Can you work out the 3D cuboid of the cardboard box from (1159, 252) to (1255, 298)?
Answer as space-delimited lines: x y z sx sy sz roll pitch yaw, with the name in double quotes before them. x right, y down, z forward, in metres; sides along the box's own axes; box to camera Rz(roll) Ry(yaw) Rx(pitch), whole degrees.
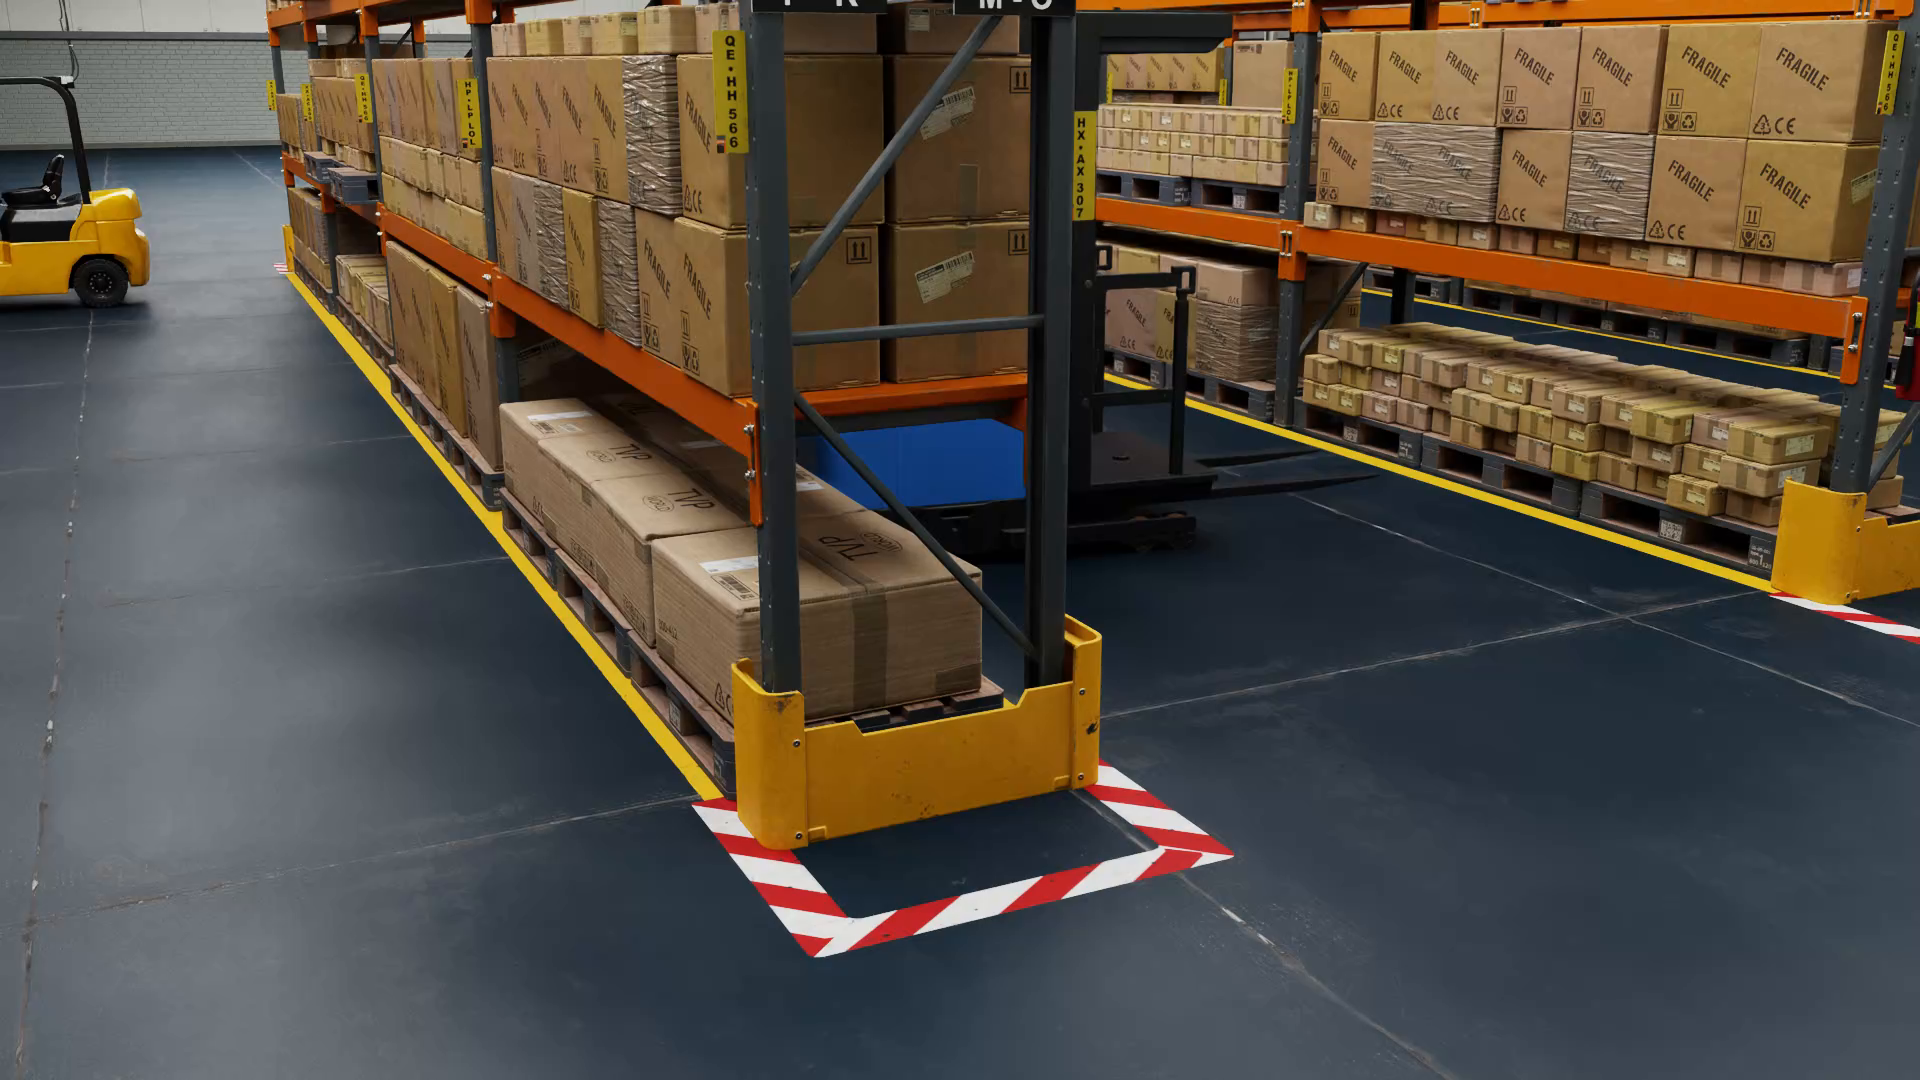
"cardboard box" 1.754 -1.880 11.774 0.500 0.250 0.500 -7 17 -22

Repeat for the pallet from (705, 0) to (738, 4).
"pallet" -2.402 -6.428 19.935 1.003 0.211 1.213 -8 18 -25

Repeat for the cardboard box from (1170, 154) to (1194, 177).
"cardboard box" 1.710 -2.648 11.736 0.380 0.149 0.250 -9 18 -27

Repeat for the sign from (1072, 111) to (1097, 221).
"sign" 0.369 -1.141 5.074 0.100 0.325 0.005 -8 18 -25

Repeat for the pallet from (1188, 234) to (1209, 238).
"pallet" 3.193 -3.616 20.468 1.003 0.211 1.213 -8 18 -25

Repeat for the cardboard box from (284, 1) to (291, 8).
"cardboard box" -6.567 -5.407 16.673 0.380 0.149 0.250 -8 18 -26

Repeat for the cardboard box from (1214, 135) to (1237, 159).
"cardboard box" 1.946 -2.662 11.243 0.380 0.149 0.250 -7 17 -22

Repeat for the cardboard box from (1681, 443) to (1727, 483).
"cardboard box" 3.719 -0.386 8.026 0.380 0.149 0.250 -8 18 -26

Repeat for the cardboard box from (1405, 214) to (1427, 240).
"cardboard box" 2.808 -1.822 9.619 0.380 0.149 0.250 -9 18 -27

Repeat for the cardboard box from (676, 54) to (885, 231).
"cardboard box" -0.558 -1.240 5.141 0.500 0.500 0.500 -7 17 -23

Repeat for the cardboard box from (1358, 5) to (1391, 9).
"cardboard box" 4.395 -5.506 16.834 0.500 0.250 0.500 -7 17 -23

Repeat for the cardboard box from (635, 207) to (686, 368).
"cardboard box" -0.788 -0.883 5.708 0.500 0.500 0.500 -8 18 -26

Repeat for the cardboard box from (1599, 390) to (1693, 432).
"cardboard box" 3.470 -0.652 8.414 0.380 0.149 0.250 -8 18 -27

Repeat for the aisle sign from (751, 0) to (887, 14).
"aisle sign" -0.380 -1.815 4.425 0.394 0.787 0.004 -8 18 -25

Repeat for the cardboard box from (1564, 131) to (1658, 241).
"cardboard box" 3.393 -1.768 8.254 0.500 0.500 0.500 -8 18 -25

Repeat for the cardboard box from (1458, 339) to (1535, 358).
"cardboard box" 3.217 -1.103 9.986 0.380 0.149 0.250 -7 17 -23

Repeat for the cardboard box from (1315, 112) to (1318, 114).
"cardboard box" 2.634 -2.825 11.271 0.380 0.149 0.250 -7 17 -23

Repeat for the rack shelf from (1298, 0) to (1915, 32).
"rack shelf" 3.397 -2.836 8.561 1.077 0.370 4.000 -8 18 -25

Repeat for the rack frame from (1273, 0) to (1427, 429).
"rack frame" 2.520 -2.236 10.604 1.000 3.000 0.127 -8 18 -25

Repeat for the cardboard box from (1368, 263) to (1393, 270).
"cardboard box" 4.705 -3.112 17.390 0.700 0.500 0.500 -9 18 -29

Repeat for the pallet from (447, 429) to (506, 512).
"pallet" -2.291 -0.455 9.452 1.003 0.211 1.213 -8 18 -25

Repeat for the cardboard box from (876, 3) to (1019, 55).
"cardboard box" -0.039 -1.583 5.158 0.380 0.149 0.250 -7 18 -24

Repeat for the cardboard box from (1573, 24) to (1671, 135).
"cardboard box" 3.391 -2.253 8.129 0.500 0.500 0.500 -7 17 -22

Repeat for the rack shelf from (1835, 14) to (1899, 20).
"rack shelf" 10.600 -5.001 16.105 1.077 0.370 4.000 -8 18 -25

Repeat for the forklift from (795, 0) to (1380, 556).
"forklift" 0.639 -1.489 8.124 3.031 2.935 1.130 -5 17 -18

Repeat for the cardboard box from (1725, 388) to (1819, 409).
"cardboard box" 4.125 -0.664 8.456 0.380 0.149 0.250 -8 18 -25

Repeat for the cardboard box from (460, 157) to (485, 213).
"cardboard box" -2.297 -1.861 8.663 0.500 0.250 0.500 -8 18 -25

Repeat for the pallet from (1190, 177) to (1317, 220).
"pallet" 2.316 -2.351 11.352 1.003 0.211 1.213 -8 18 -25

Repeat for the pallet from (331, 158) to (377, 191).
"pallet" -4.541 -2.998 13.608 1.003 0.211 1.213 -8 18 -25

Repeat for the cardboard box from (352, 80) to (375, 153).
"cardboard box" -4.086 -3.076 12.051 0.500 0.500 0.500 -8 18 -26

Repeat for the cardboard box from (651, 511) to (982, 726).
"cardboard box" -0.512 0.257 5.800 0.875 0.438 0.875 -8 18 -27

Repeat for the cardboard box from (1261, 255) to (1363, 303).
"cardboard box" 2.434 -1.812 11.537 0.500 0.250 0.500 -9 18 -27

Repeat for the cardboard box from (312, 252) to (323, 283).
"cardboard box" -6.133 -2.721 16.520 0.500 0.250 0.500 -8 18 -26

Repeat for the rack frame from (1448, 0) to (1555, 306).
"rack frame" 5.271 -3.802 16.062 1.000 3.000 0.127 -8 18 -25

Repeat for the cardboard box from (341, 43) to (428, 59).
"cardboard box" -5.388 -4.403 15.623 0.700 0.500 0.500 -8 18 -25

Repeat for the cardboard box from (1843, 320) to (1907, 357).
"cardboard box" 7.241 -1.817 12.236 0.875 0.875 0.875 -8 18 -25

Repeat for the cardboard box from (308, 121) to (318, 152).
"cardboard box" -5.808 -3.867 15.569 0.500 0.500 0.500 -8 18 -26

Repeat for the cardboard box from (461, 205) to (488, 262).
"cardboard box" -2.308 -1.621 8.734 0.500 0.250 0.500 -8 18 -26

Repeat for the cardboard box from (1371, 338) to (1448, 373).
"cardboard box" 2.708 -1.111 10.012 0.380 0.149 0.250 -8 18 -26

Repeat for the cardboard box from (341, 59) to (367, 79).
"cardboard box" -4.608 -3.681 12.981 0.380 0.149 0.250 -9 18 -28

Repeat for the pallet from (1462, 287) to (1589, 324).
"pallet" 5.549 -2.257 15.733 1.003 0.211 1.213 -8 18 -25

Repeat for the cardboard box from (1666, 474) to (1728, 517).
"cardboard box" 3.651 -0.232 8.030 0.380 0.149 0.250 -7 17 -23

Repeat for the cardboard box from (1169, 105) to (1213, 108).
"cardboard box" 1.838 -3.275 12.840 0.380 0.149 0.250 -8 18 -25

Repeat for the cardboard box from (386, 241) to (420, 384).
"cardboard box" -3.409 -1.604 11.492 0.875 0.875 0.875 -8 18 -25

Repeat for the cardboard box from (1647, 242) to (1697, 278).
"cardboard box" 3.545 -1.357 7.997 0.380 0.149 0.250 -7 17 -23

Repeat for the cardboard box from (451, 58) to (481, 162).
"cardboard box" -2.306 -2.222 8.561 0.500 0.500 0.500 -7 17 -23

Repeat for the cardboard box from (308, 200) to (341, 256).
"cardboard box" -6.115 -3.077 16.400 0.500 0.500 0.500 -7 18 -24

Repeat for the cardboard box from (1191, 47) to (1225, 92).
"cardboard box" 3.074 -5.544 19.598 0.500 0.500 0.500 -8 18 -25

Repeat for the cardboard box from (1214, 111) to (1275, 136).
"cardboard box" 1.939 -2.810 11.219 0.380 0.149 0.250 -8 18 -27

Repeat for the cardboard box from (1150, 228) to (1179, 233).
"cardboard box" 2.779 -4.184 21.162 0.500 0.500 0.500 -9 19 -30

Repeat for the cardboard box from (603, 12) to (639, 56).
"cardboard box" -1.078 -1.836 6.040 0.380 0.149 0.250 -7 18 -24

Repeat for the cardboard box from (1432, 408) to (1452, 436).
"cardboard box" 2.969 -0.698 9.651 0.380 0.149 0.250 -9 18 -27

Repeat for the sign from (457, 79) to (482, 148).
"sign" -2.369 -2.063 8.047 0.100 0.325 0.005 -8 18 -25

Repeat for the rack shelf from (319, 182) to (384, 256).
"rack shelf" -4.514 -2.755 13.716 1.077 0.370 4.000 -8 18 -25

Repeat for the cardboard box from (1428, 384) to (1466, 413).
"cardboard box" 2.937 -0.836 9.592 0.380 0.149 0.250 -7 17 -22

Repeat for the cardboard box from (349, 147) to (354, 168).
"cardboard box" -4.429 -2.917 12.670 0.380 0.149 0.250 -9 18 -28

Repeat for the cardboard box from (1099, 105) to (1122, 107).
"cardboard box" 1.135 -3.263 12.800 0.380 0.149 0.250 -8 18 -27
